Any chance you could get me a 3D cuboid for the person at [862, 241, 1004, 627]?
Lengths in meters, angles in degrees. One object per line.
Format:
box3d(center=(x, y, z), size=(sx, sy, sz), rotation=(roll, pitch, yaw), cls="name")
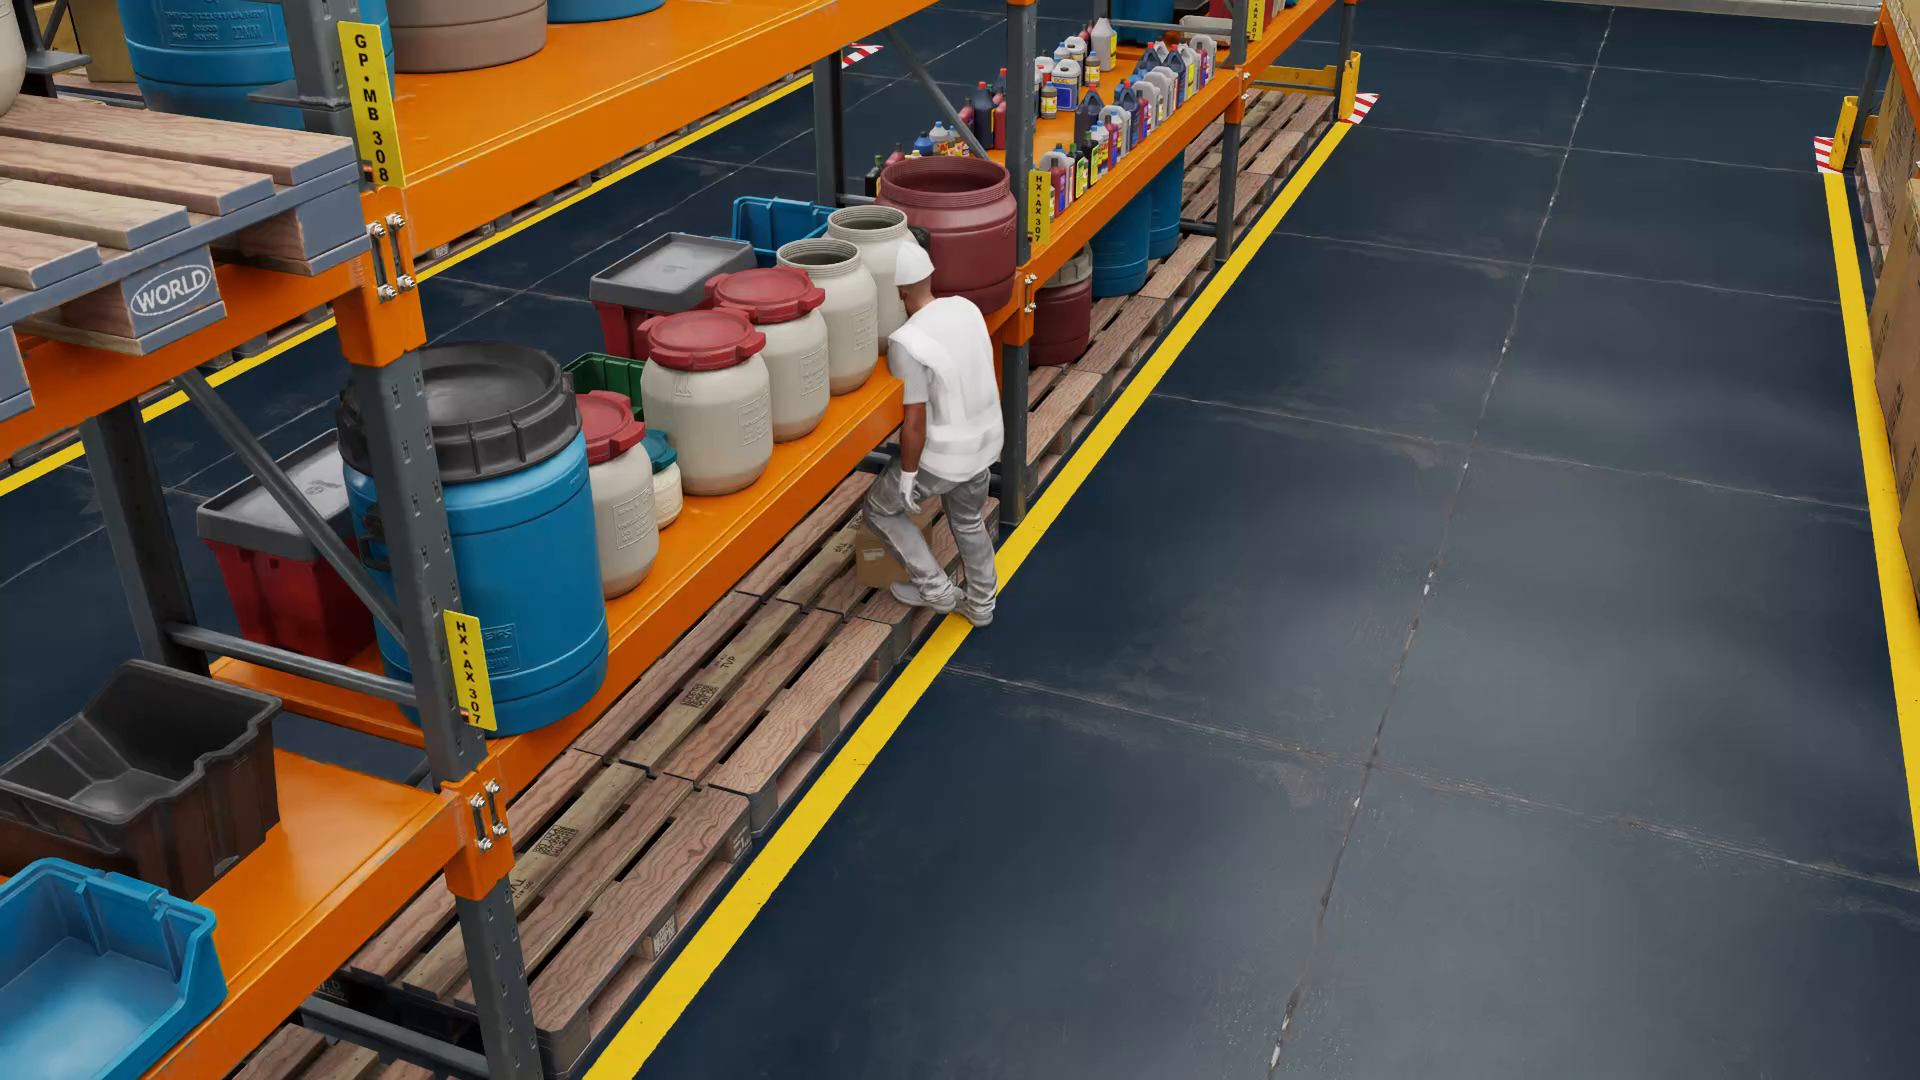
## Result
box3d(center=(-0.108, -0.367, 6.792), size=(0.541, 1.750, 0.628), rotation=(19, 35, 30), cls="person")
